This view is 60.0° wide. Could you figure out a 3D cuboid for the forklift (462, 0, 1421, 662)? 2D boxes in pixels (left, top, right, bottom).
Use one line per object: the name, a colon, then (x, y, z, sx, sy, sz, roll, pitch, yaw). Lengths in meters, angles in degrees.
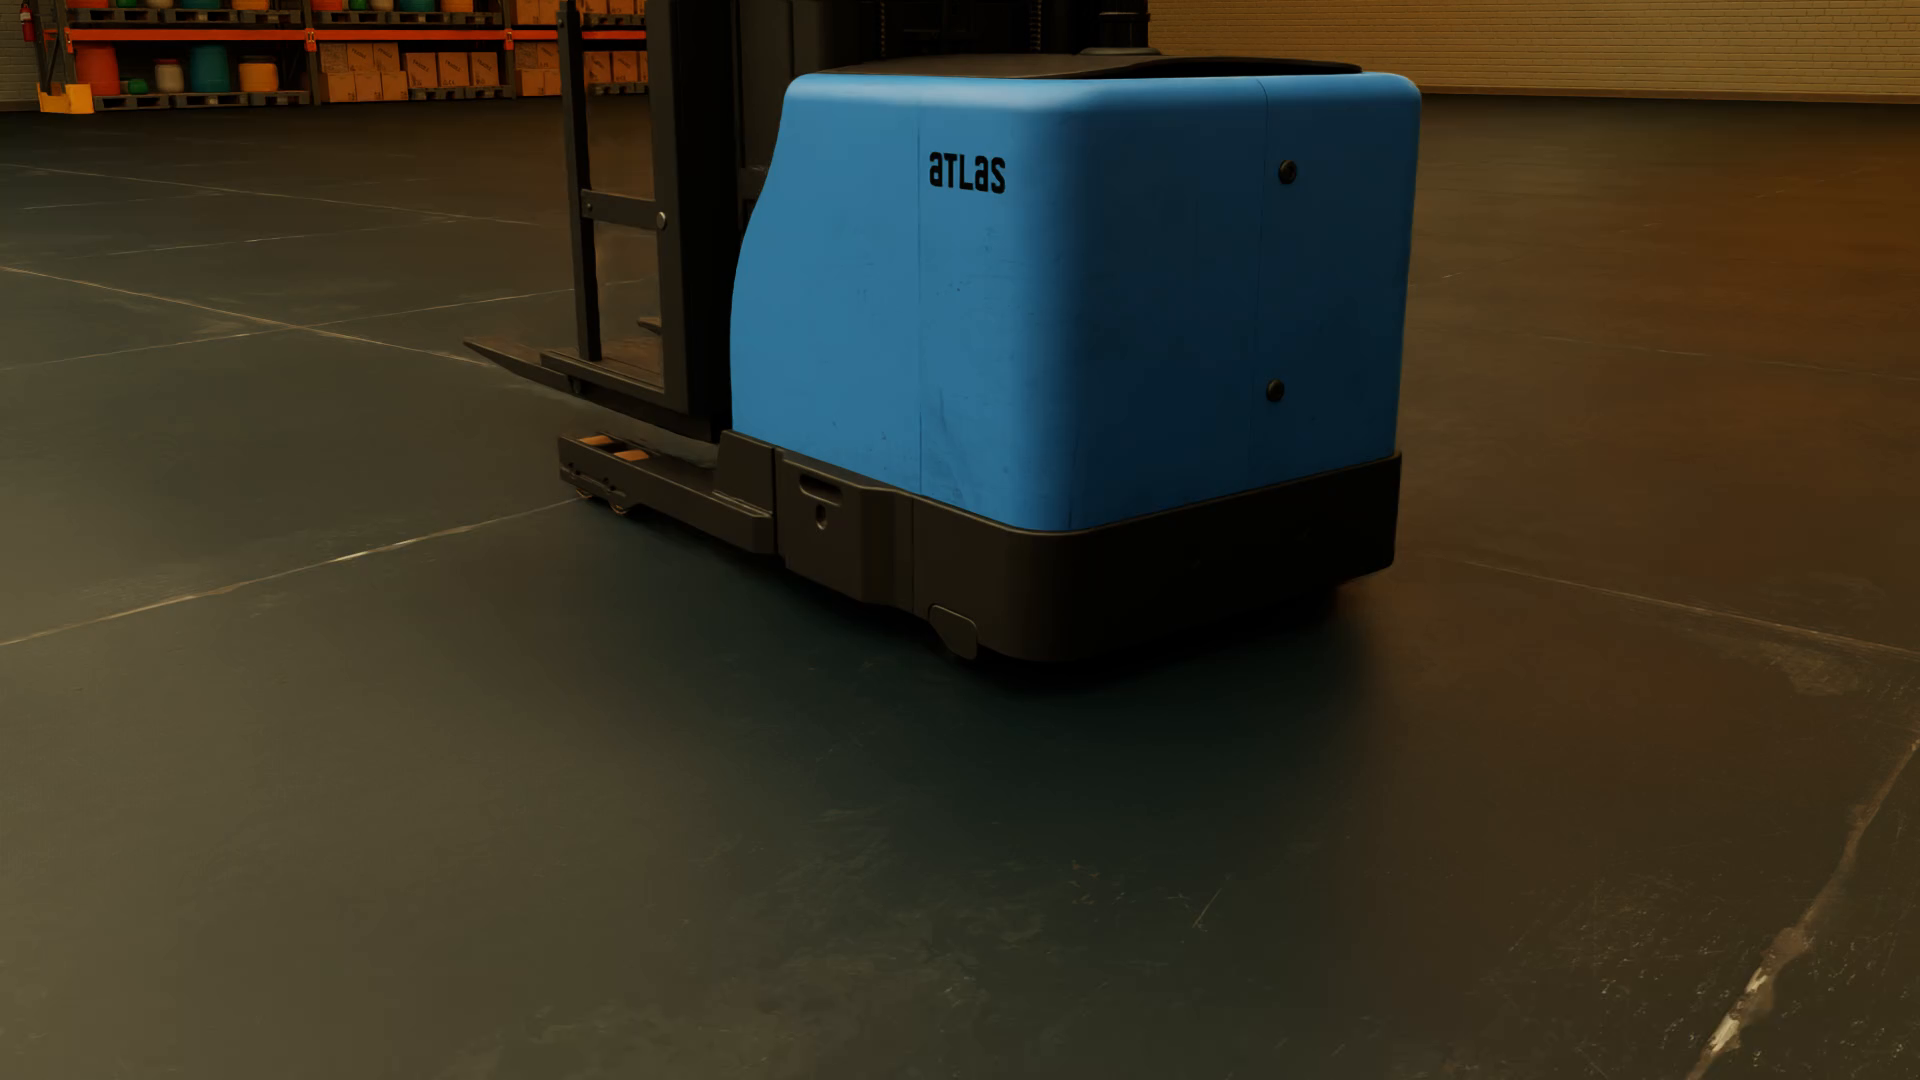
forklift: (-0.380, -1.541, 3.973, 1.130, 2.935, 3.031, -13, 21, -36)
